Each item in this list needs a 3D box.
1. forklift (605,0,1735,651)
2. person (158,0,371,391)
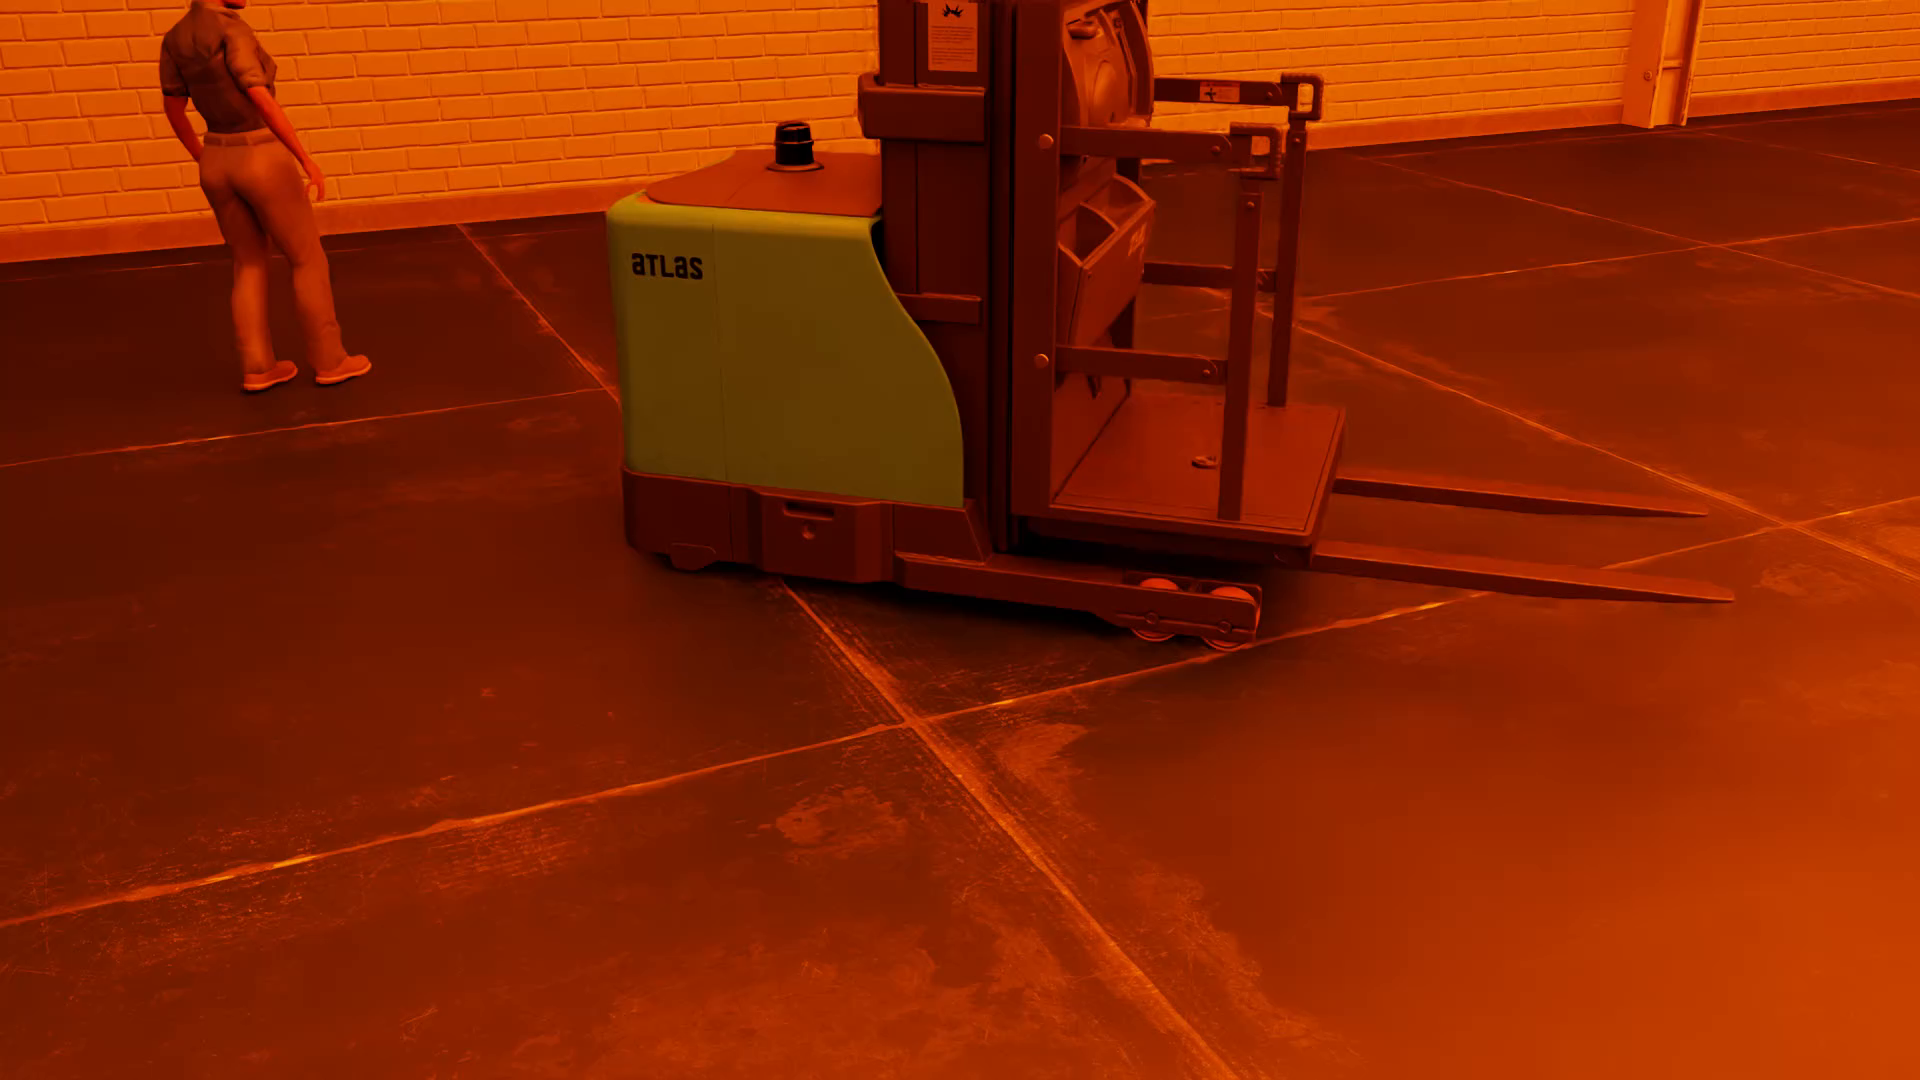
[{"bbox_3d":[0.587,-1.288,4.386,3.031,2.935,1.130,7,23,16],"label":"forklift"},{"bbox_3d":[-2.648,-1.407,6.344,0.631,1.654,0.472,9,24,20],"label":"person"}]
